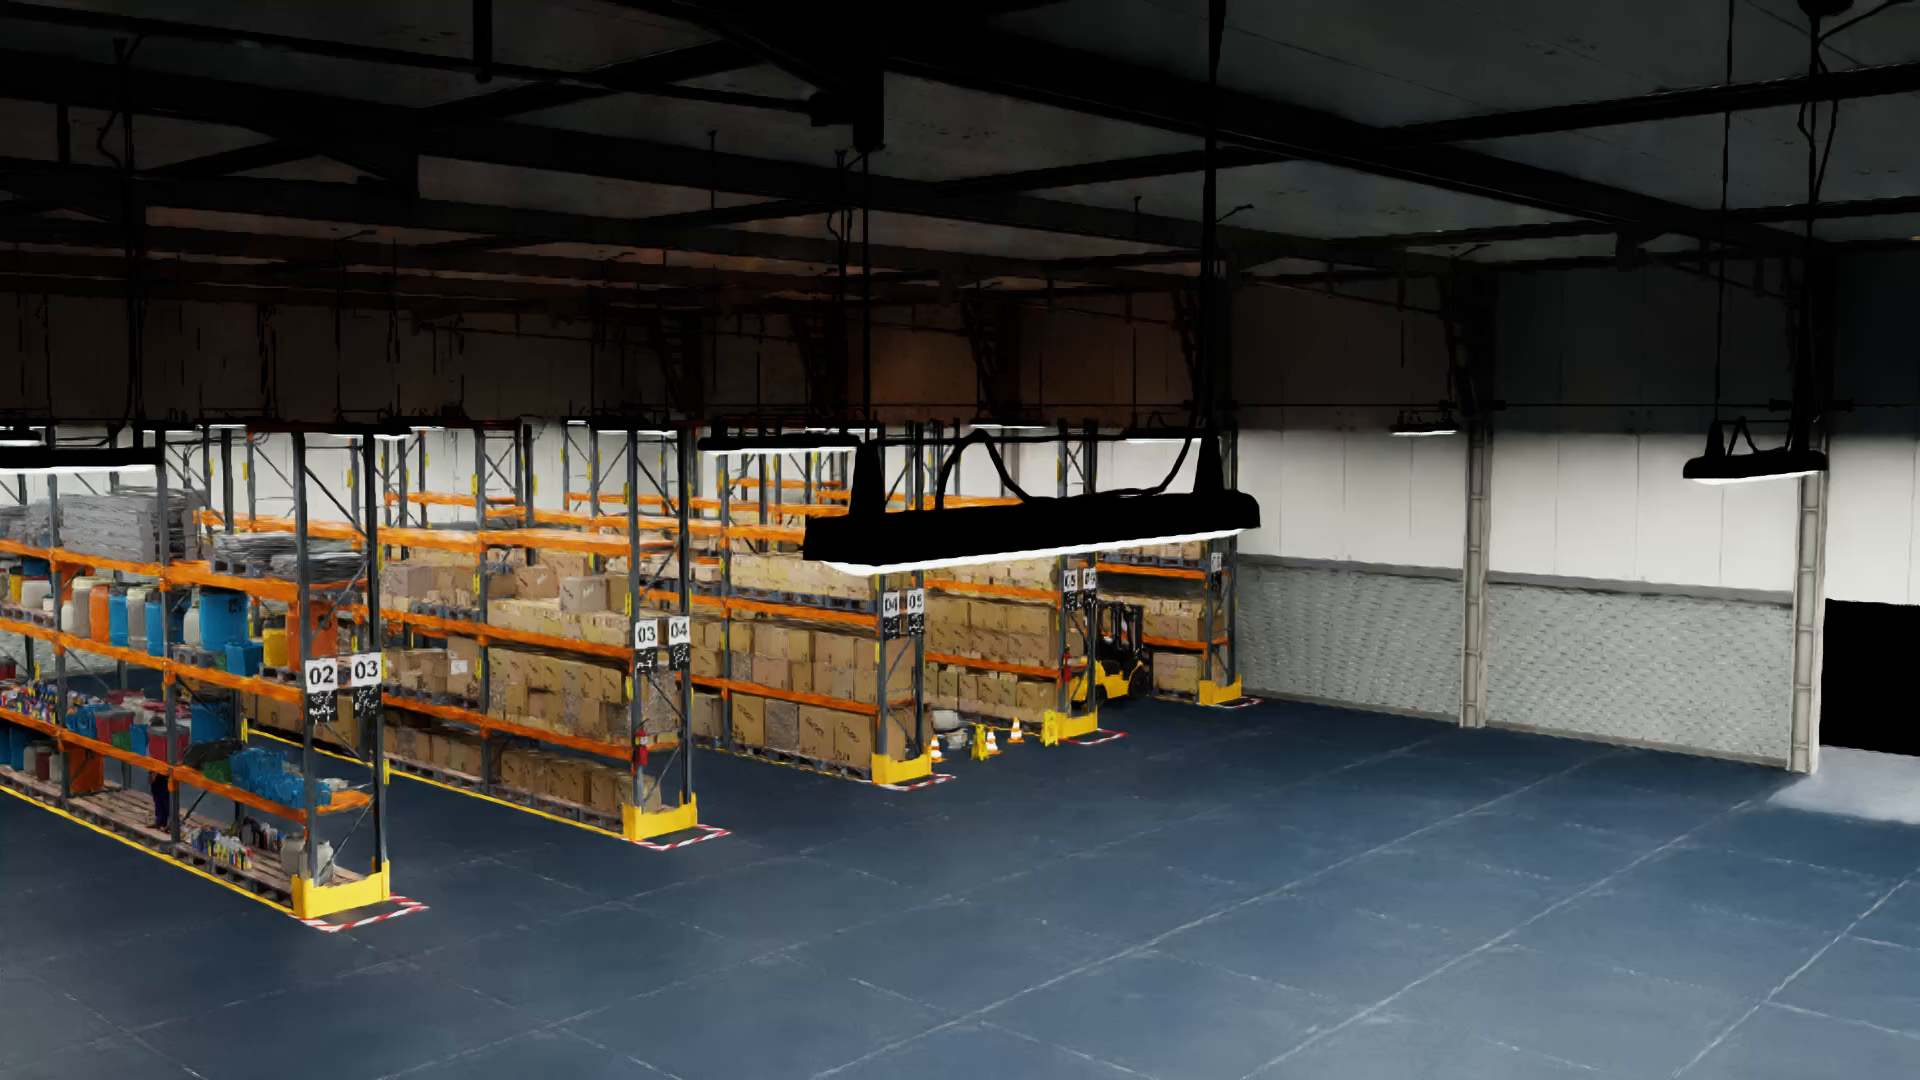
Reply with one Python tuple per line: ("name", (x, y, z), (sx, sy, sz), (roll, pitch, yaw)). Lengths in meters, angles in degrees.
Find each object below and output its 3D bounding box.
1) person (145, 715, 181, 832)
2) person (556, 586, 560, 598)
("person", (-11.496, 3.346, 23.939), (0.451, 1.677, 0.505), (-4, 6, -37))
("person", (-11.394, 1.676, 46.232), (0.656, 1.766, 0.494), (0, 5, 5))
